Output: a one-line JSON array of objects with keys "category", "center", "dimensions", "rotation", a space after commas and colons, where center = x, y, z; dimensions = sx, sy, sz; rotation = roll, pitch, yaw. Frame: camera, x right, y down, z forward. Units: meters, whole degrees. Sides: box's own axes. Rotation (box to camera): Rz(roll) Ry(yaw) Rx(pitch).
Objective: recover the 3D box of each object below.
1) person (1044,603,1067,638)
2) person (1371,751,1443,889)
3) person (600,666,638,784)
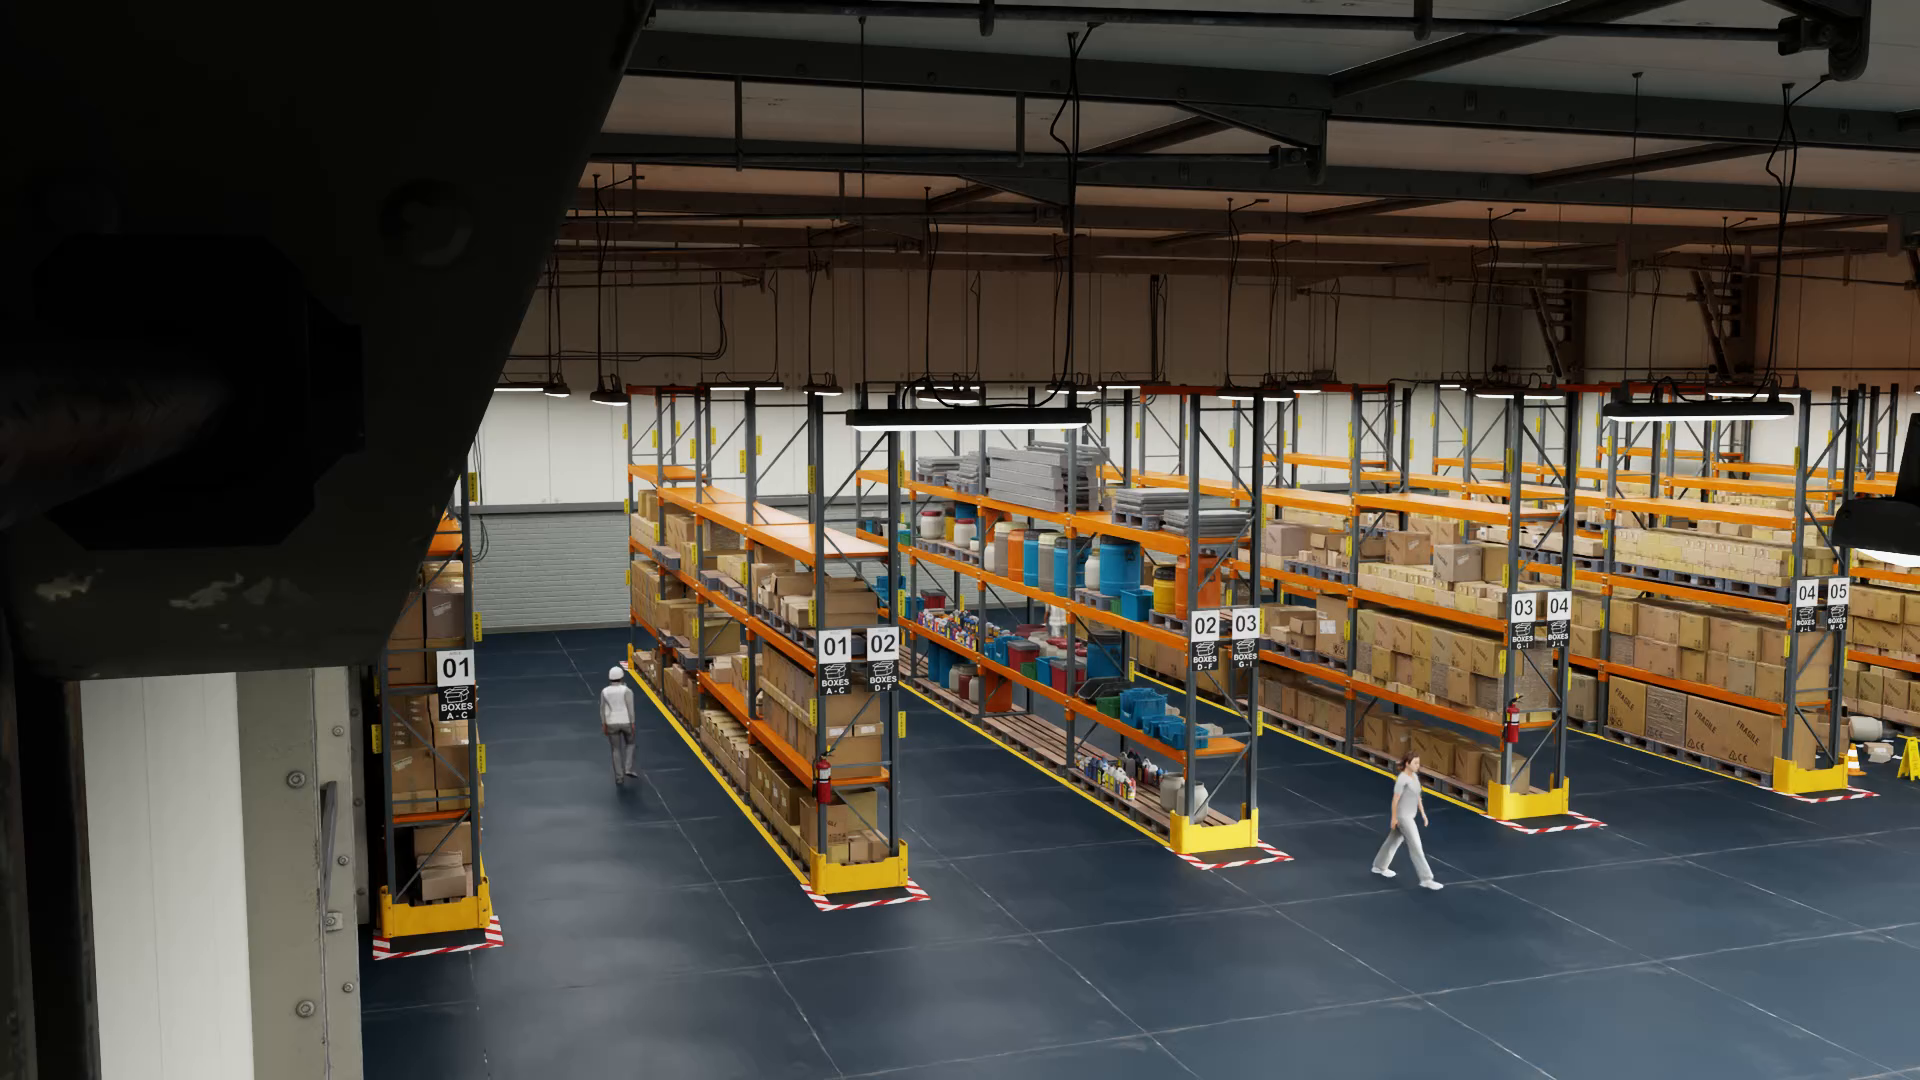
[{"category": "person", "center": [2.142, 1.796, 35.312], "dimensions": [0.569, 1.713, 1.054], "rotation": [-3, 6, -23]}, {"category": "person", "center": [5.523, 3.392, 20.410], "dimensions": [0.973, 1.617, 0.483], "rotation": [4, 7, 32]}, {"category": "person", "center": [-5.229, 2.818, 25.443], "dimensions": [0.548, 1.761, 0.539], "rotation": [-1, 6, -9]}]
